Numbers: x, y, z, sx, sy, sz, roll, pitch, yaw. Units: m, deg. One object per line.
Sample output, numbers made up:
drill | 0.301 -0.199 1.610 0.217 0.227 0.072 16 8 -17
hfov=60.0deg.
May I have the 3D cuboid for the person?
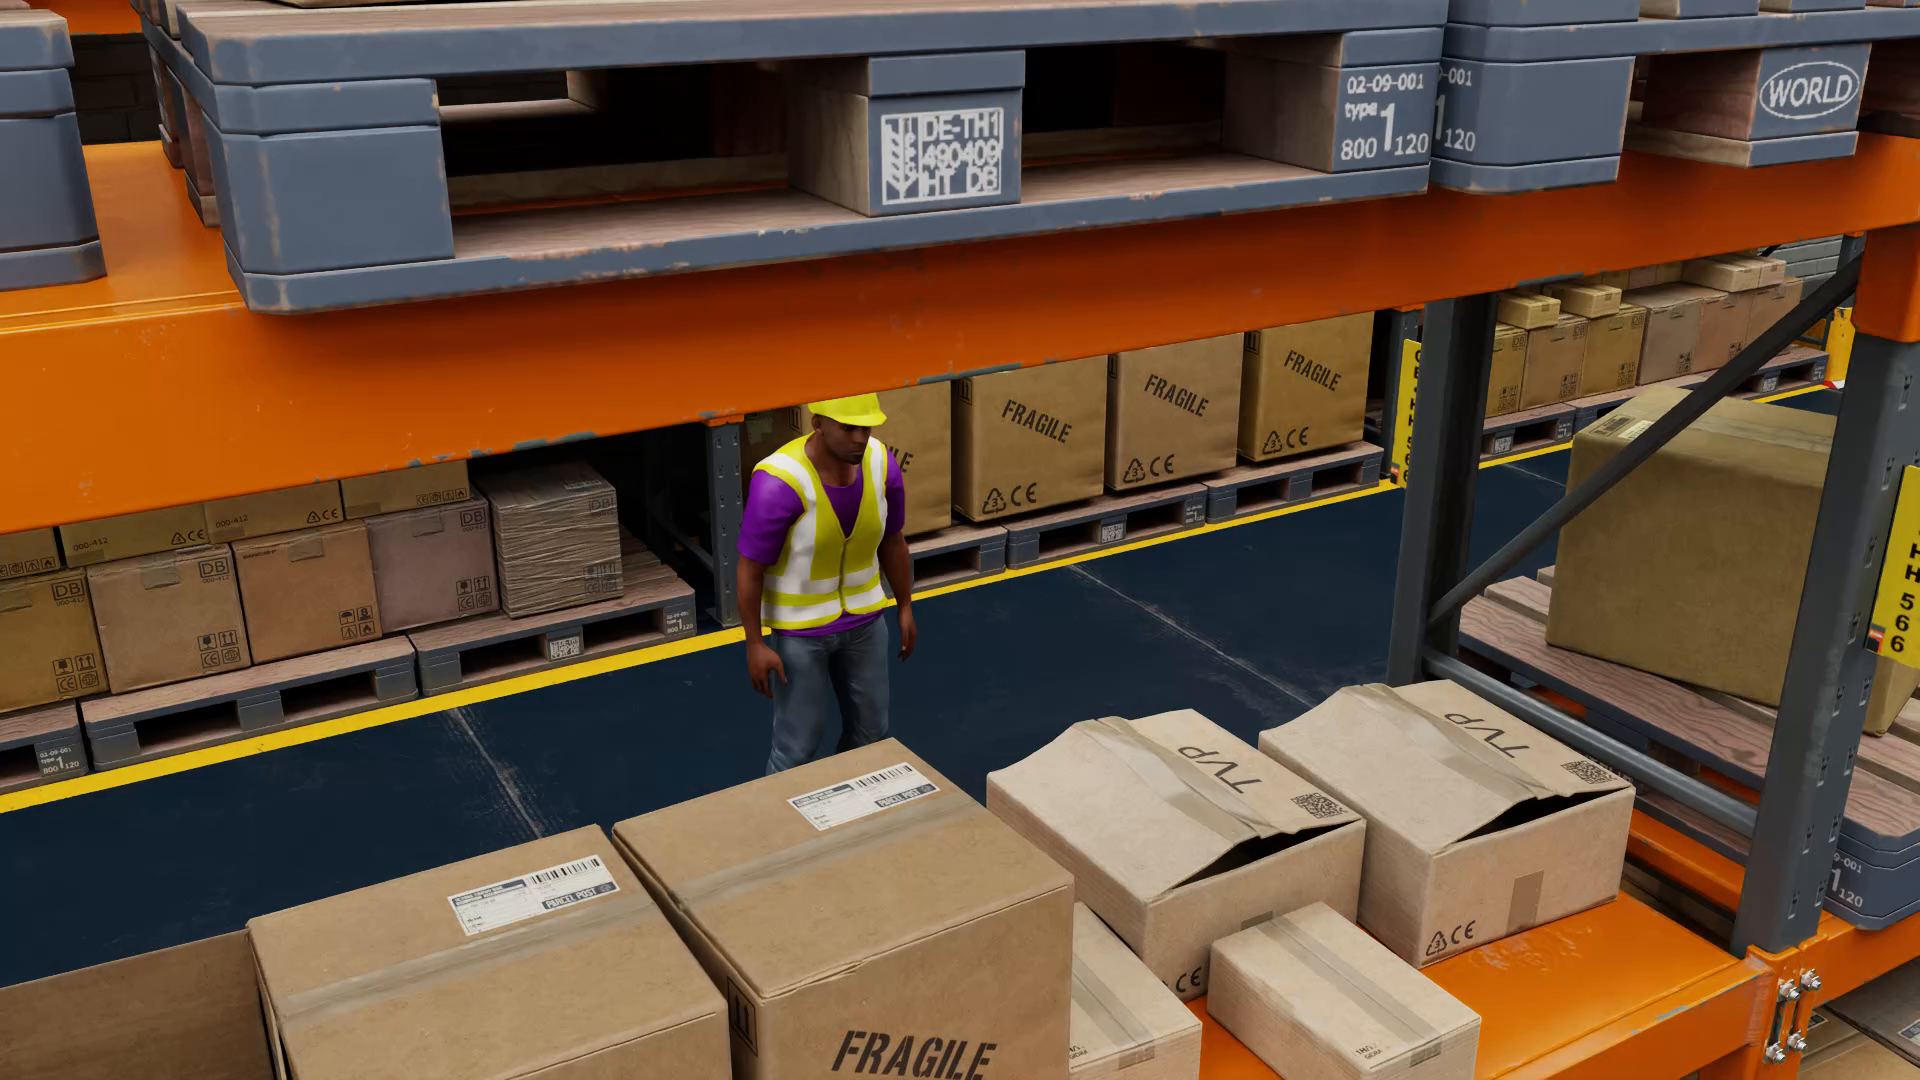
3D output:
person | -0.411 0.280 5.356 0.634 1.759 0.461 -14 26 -32
